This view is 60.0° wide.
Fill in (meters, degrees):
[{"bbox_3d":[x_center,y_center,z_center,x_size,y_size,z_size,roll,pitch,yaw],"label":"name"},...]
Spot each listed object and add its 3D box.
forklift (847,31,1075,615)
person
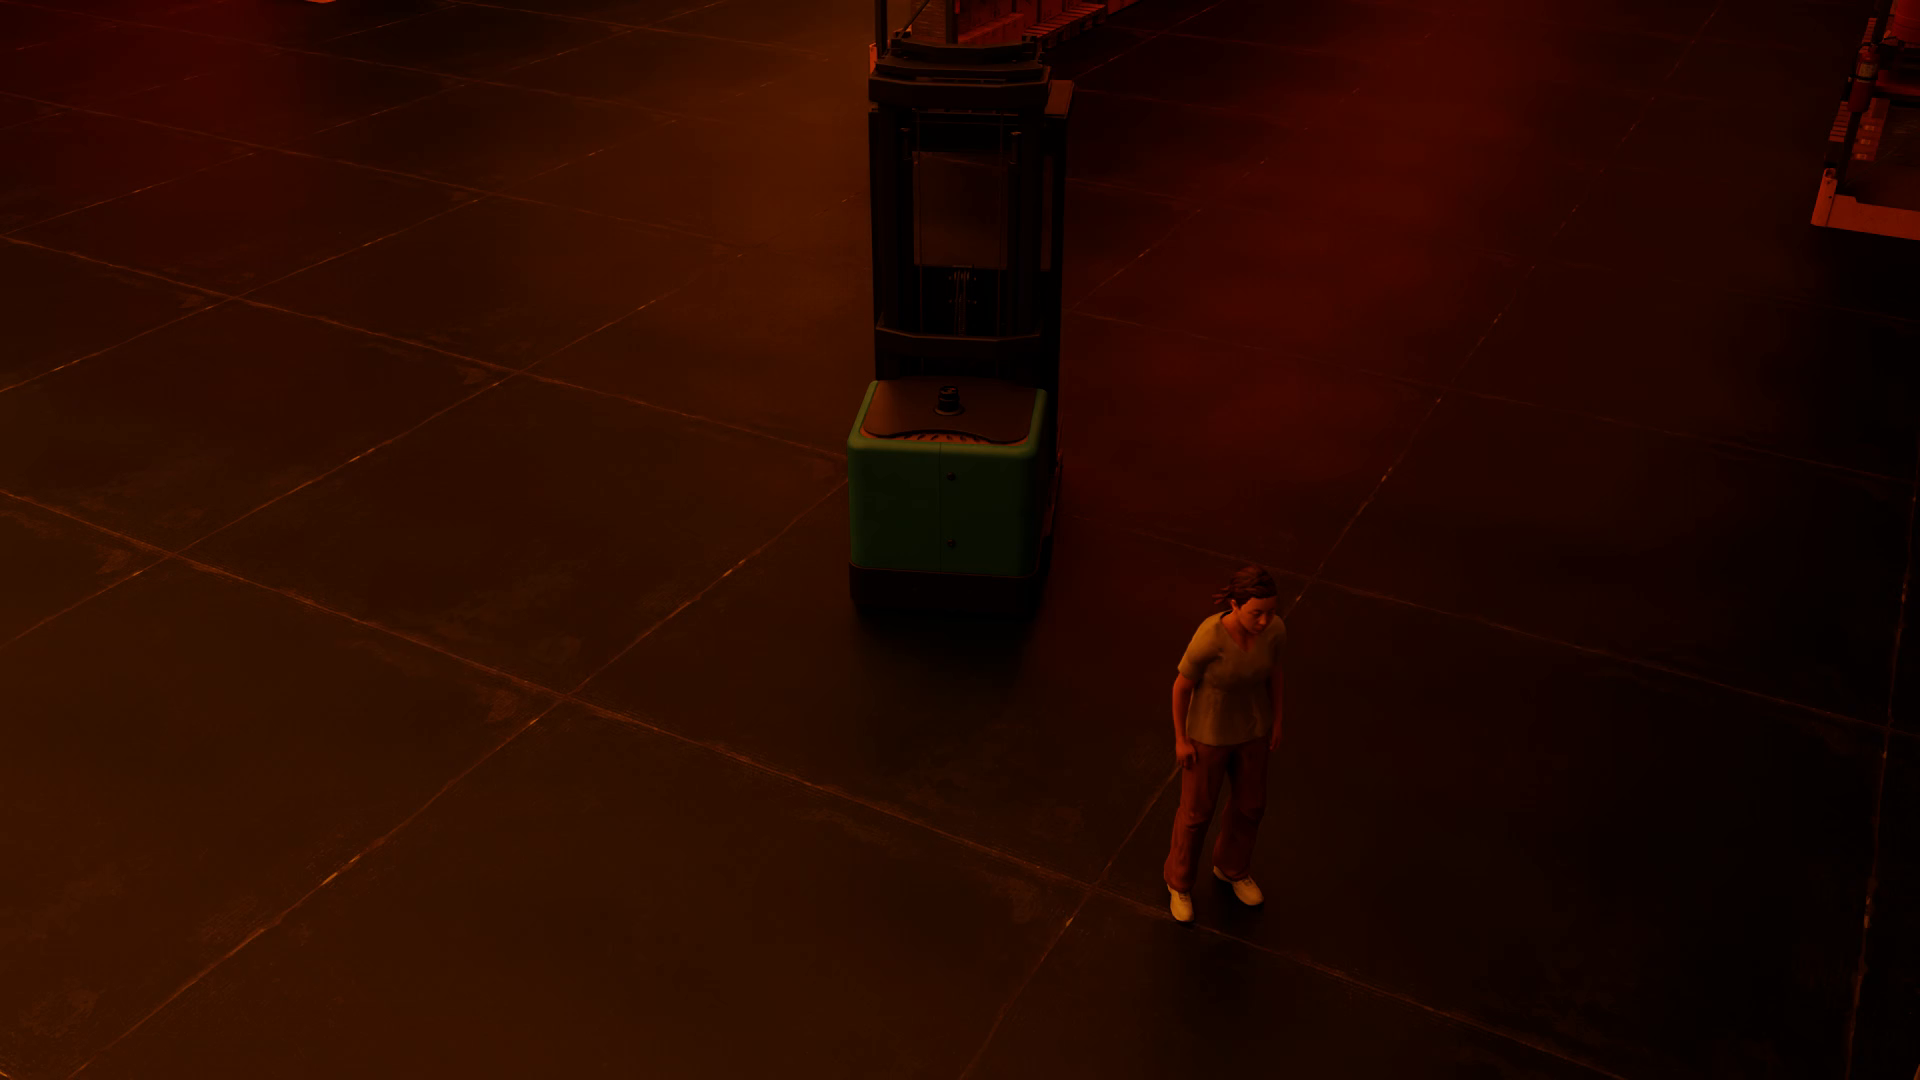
[{"bbox_3d":[0.072,-1.572,9.794,1.130,2.935,3.031,3,30,6],"label":"forklift"},{"bbox_3d":[1.121,0.818,6.912,0.499,1.673,0.355,-9,31,-16],"label":"person"}]
